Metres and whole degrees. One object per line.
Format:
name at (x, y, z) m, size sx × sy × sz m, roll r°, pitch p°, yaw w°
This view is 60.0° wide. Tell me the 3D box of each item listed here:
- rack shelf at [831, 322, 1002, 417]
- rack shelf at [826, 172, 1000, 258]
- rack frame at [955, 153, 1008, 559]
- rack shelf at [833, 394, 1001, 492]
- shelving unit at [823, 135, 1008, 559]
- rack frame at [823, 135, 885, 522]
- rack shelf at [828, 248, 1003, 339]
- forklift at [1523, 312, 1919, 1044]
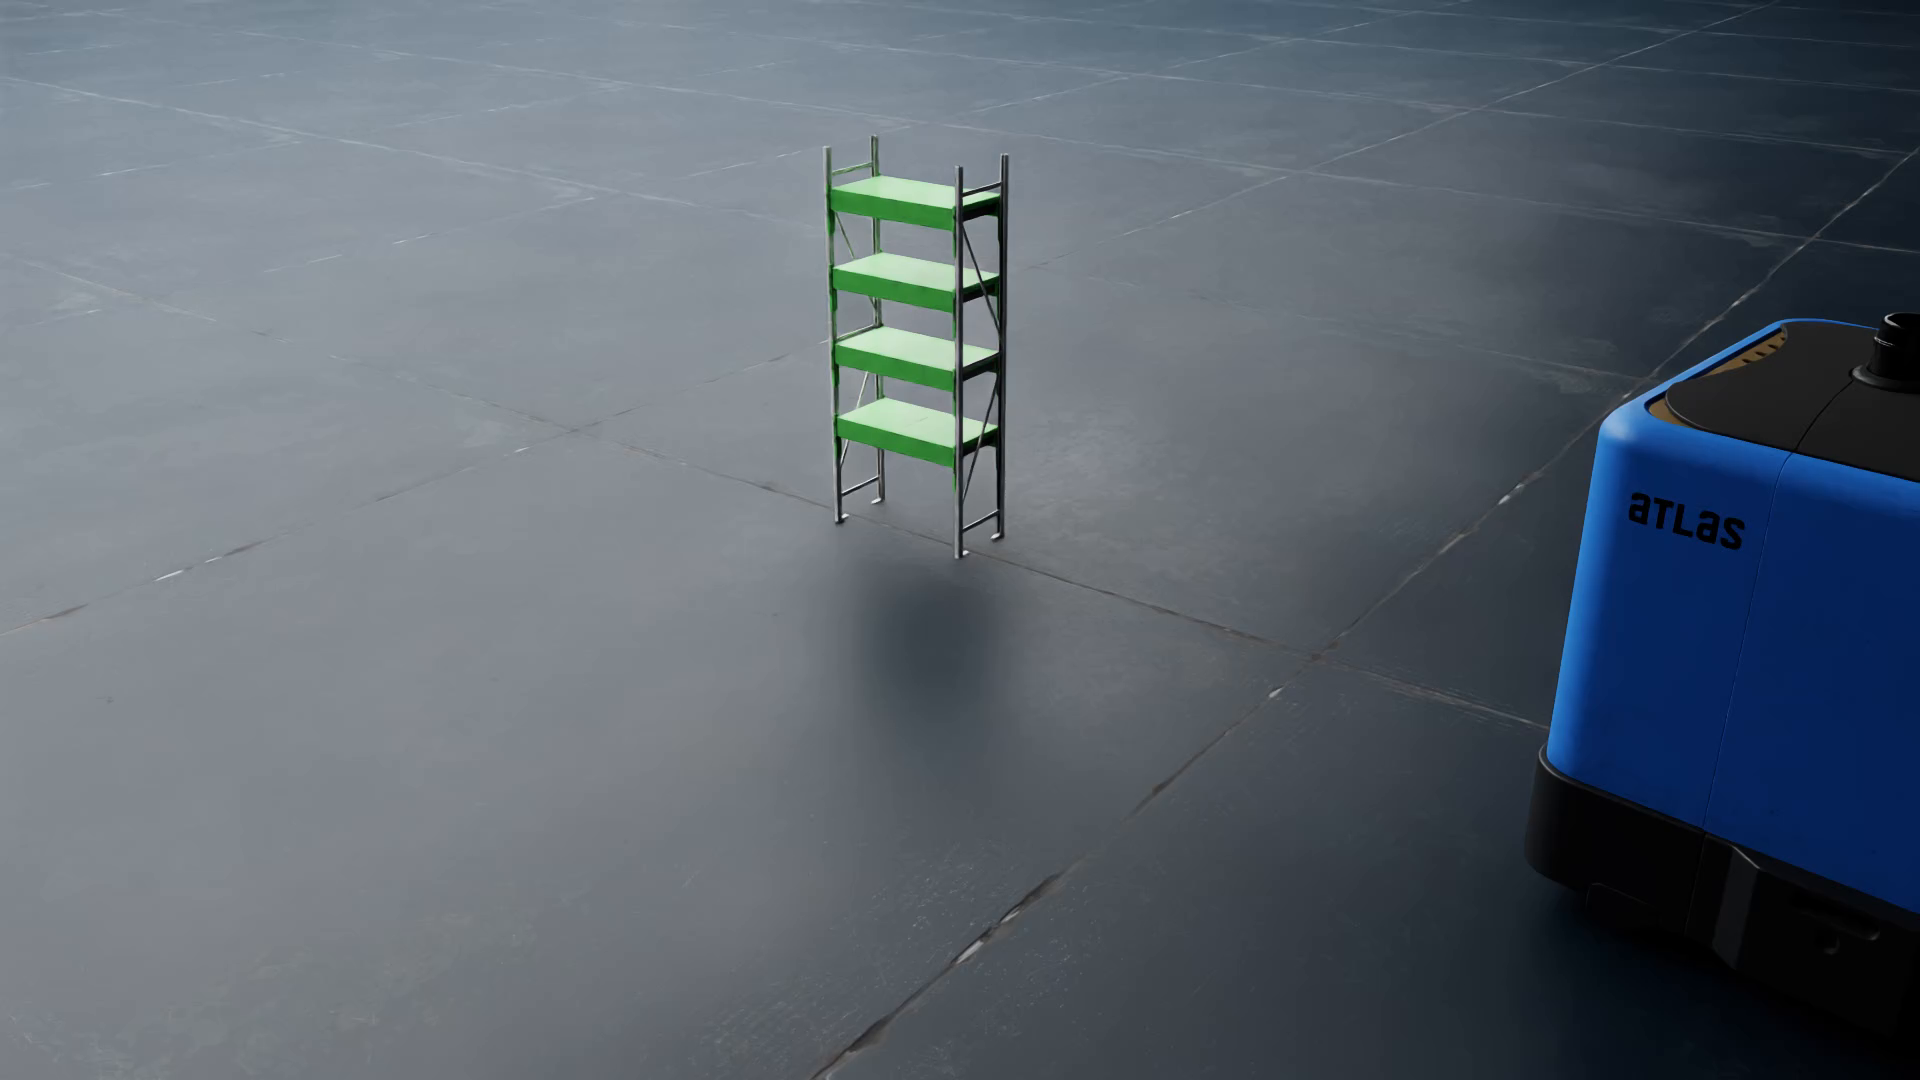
rack shelf at (-0.132, -0.531, 5.125) m, size 0.480 × 0.148 × 0.258 m, roll 17°, pitch 29°, yaw 33°
rack shelf at (-0.132, -0.970, 4.931) m, size 0.480 × 0.148 × 0.258 m, roll 17°, pitch 29°, yaw 33°
rack frame at (0.063, -0.530, 4.965) m, size 0.015 × 1.200 × 0.240 m, roll 17°, pitch 29°, yaw 33°
rack shelf at (-0.132, -0.311, 5.221) m, size 0.480 × 0.148 × 0.258 m, roll 17°, pitch 29°, yaw 33°
shelving unit at (-0.132, -0.589, 5.099) m, size 0.503 × 1.200 × 0.258 m, roll 17°, pitch 29°, yaw 33°
rack frame at (-0.328, -0.648, 5.233) m, size 0.015 × 1.200 × 0.240 m, roll 17°, pitch 29°, yaw 33°
rack shelf at (-0.132, -0.750, 5.028) m, size 0.480 × 0.148 × 0.258 m, roll 17°, pitch 29°, yaw 33°
forklift at (2.610, -0.324, 2.350) m, size 3.031 × 2.935 × 1.130 m, roll 21°, pitch 32°, yaw 39°
